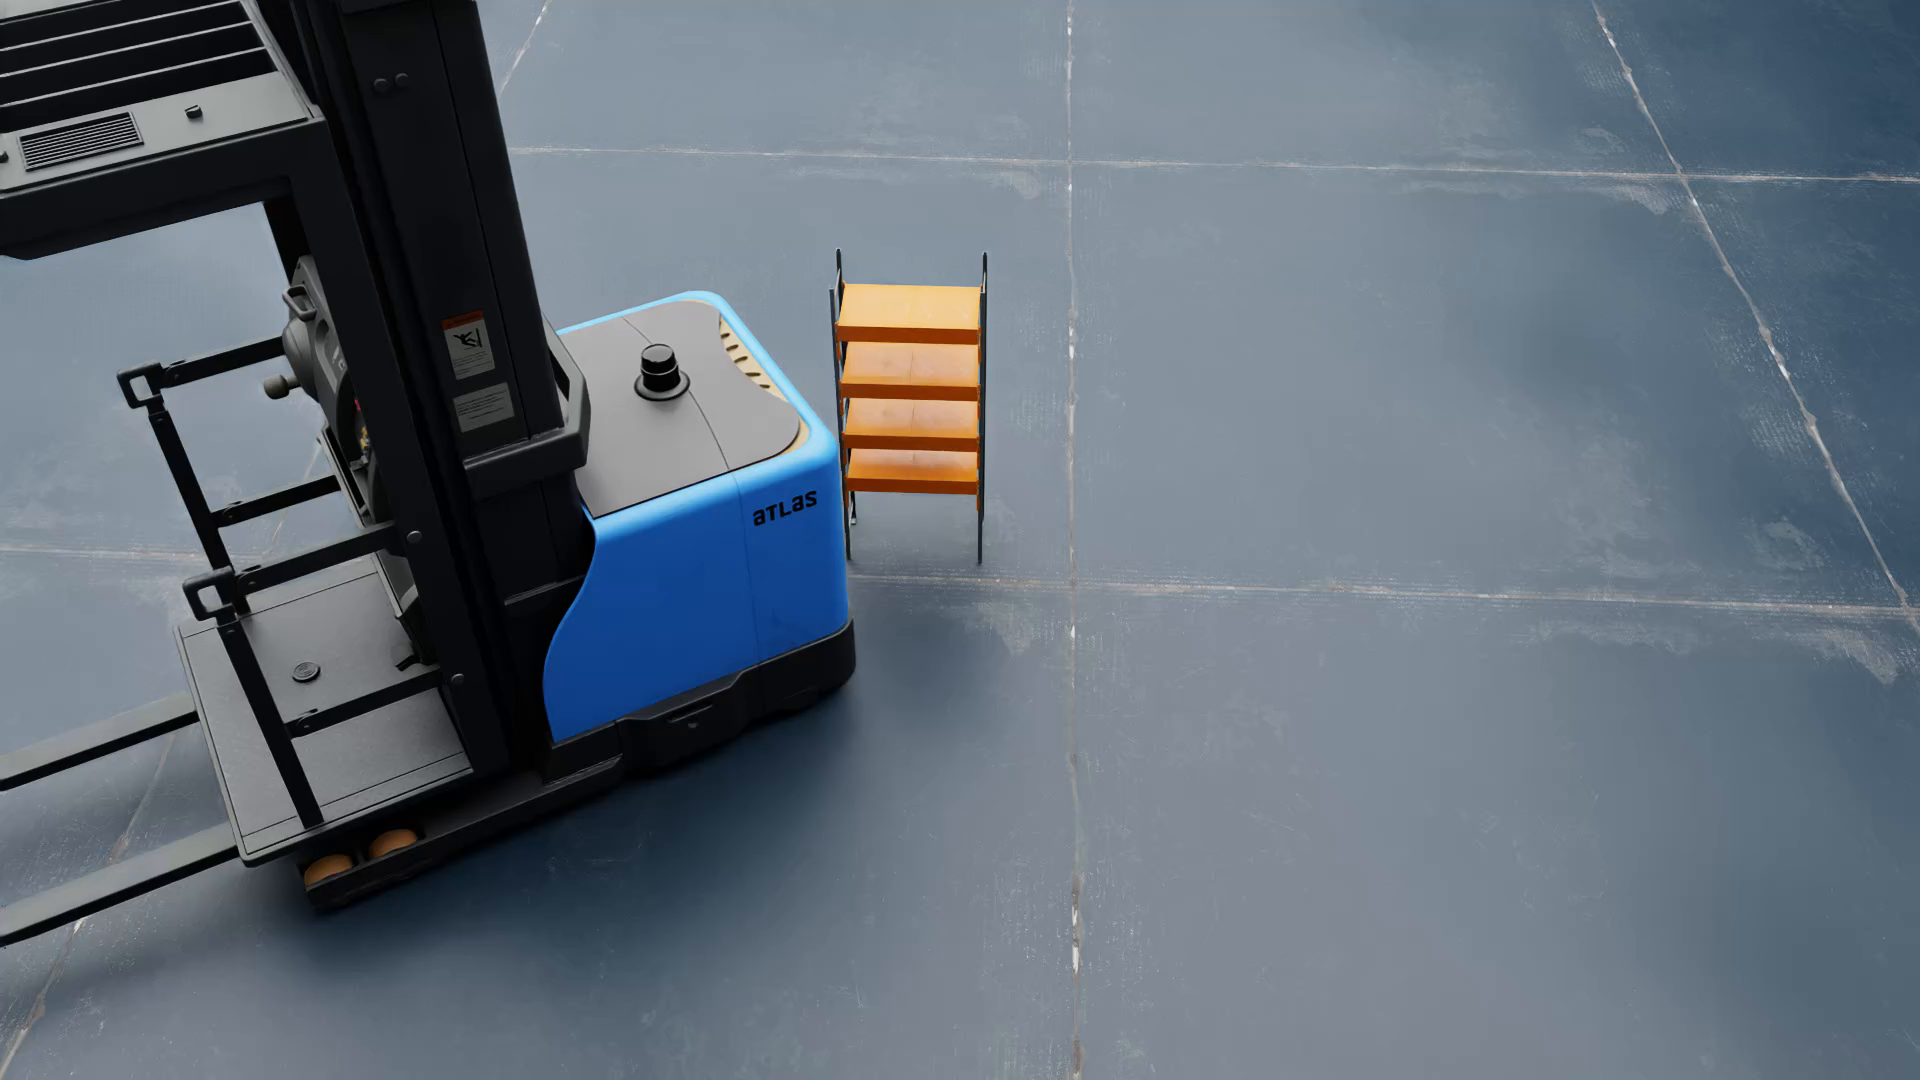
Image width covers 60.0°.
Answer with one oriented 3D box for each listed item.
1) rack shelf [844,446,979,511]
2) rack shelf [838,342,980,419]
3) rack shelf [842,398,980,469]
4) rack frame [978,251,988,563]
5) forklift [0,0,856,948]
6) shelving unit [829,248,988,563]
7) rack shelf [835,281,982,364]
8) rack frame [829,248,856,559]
[{"bbox_3d":[-0.165,-0.250,6.028,0.480,0.148,0.258,2,43,2],"label":"rack shelf"},{"bbox_3d":[-0.165,-0.559,5.740,0.480,0.148,0.258,2,43,2],"label":"rack shelf"},{"bbox_3d":[-0.165,-0.395,5.892,0.480,0.148,0.258,2,43,2],"label":"rack shelf"},{"bbox_3d":[0.078,-0.437,5.838,0.015,1.200,0.240,2,43,2],"label":"rack frame"},{"bbox_3d":[-1.894,-0.372,4.499,3.031,2.935,1.130,-21,47,-21],"label":"forklift"},{"bbox_3d":[-0.165,-0.444,5.846,0.503,1.200,0.258,2,43,2],"label":"shelving unit"},{"bbox_3d":[-0.165,-0.732,5.579,0.480,0.148,0.258,2,43,2],"label":"rack shelf"},{"bbox_3d":[-0.409,-0.452,5.855,0.015,1.200,0.240,2,43,2],"label":"rack frame"}]
